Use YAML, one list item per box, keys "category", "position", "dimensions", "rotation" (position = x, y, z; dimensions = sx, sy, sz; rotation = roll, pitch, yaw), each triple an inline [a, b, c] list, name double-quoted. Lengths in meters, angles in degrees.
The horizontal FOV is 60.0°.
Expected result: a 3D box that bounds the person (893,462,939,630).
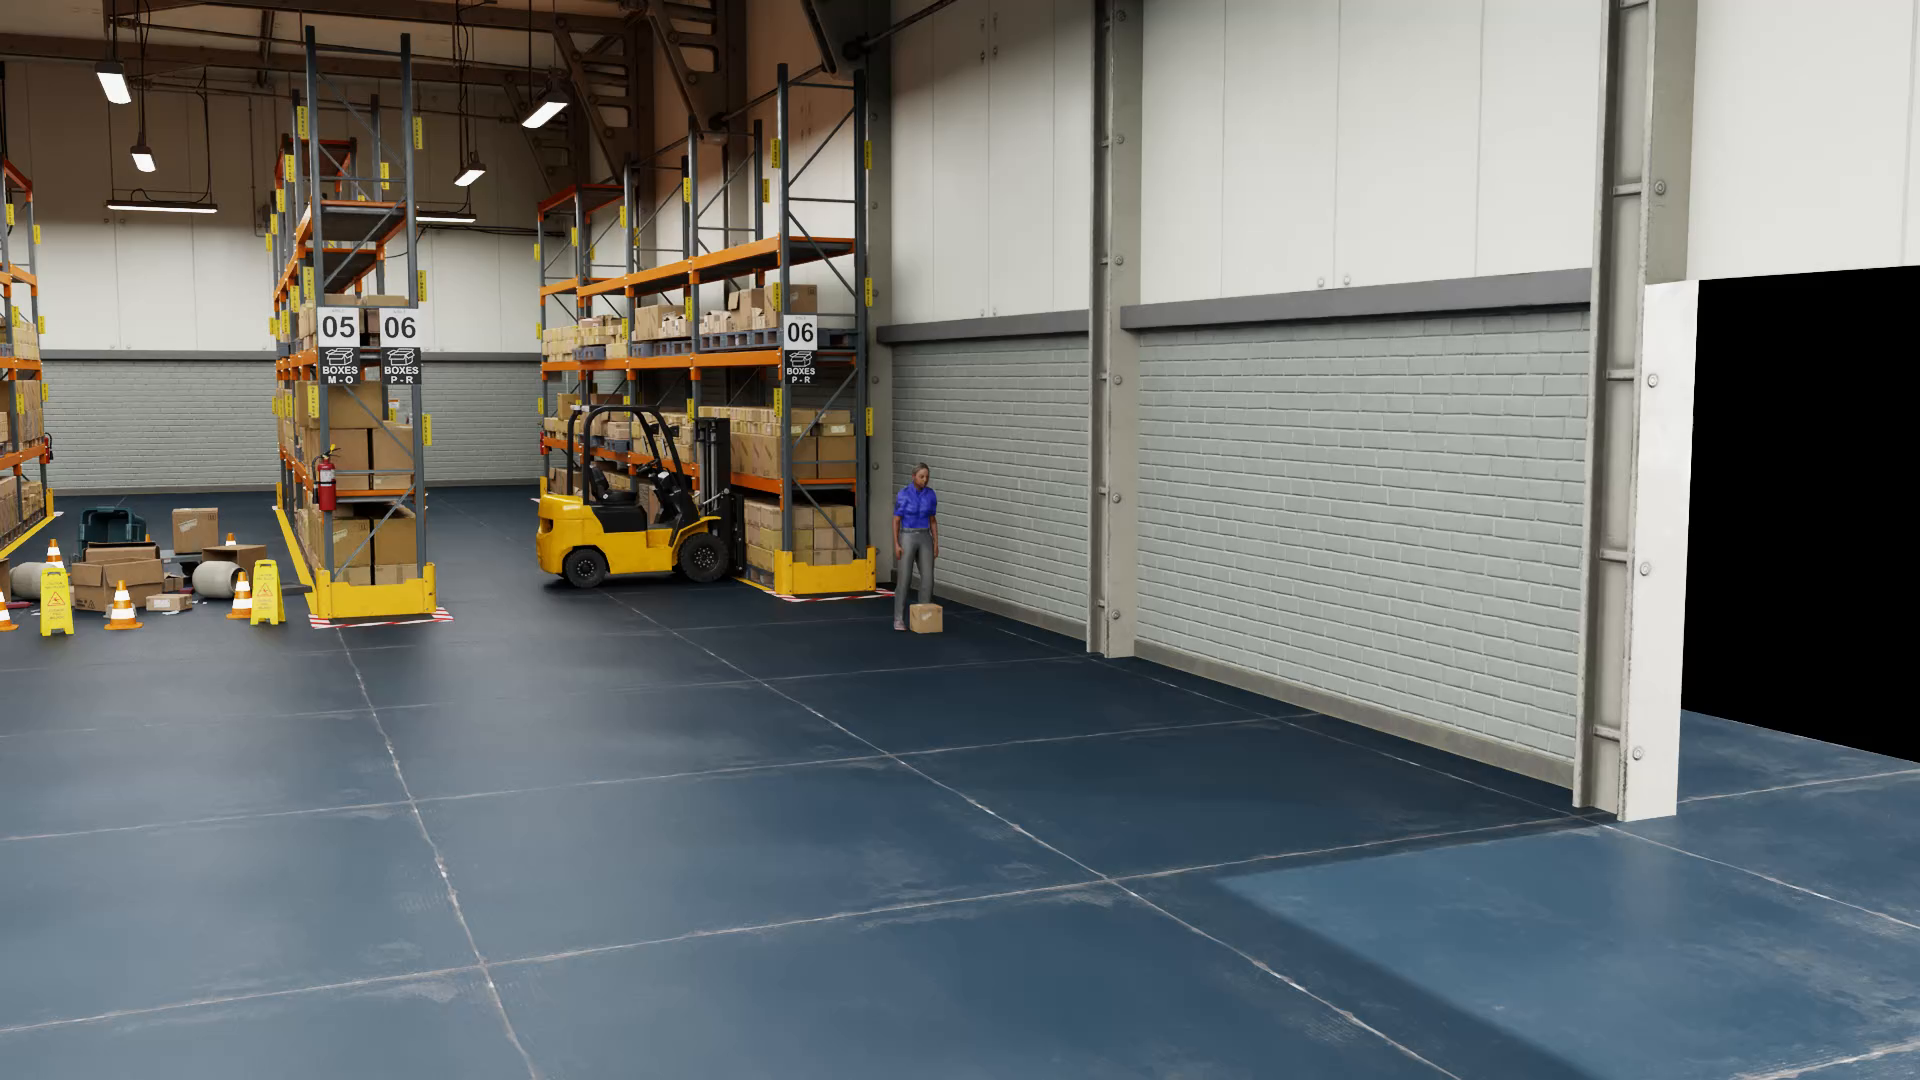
- category: "person"
  position: [-0.428, 0.055, 16.463]
  dimensions: [0.519, 1.653, 0.402]
  rotation: [-3, 6, -27]
